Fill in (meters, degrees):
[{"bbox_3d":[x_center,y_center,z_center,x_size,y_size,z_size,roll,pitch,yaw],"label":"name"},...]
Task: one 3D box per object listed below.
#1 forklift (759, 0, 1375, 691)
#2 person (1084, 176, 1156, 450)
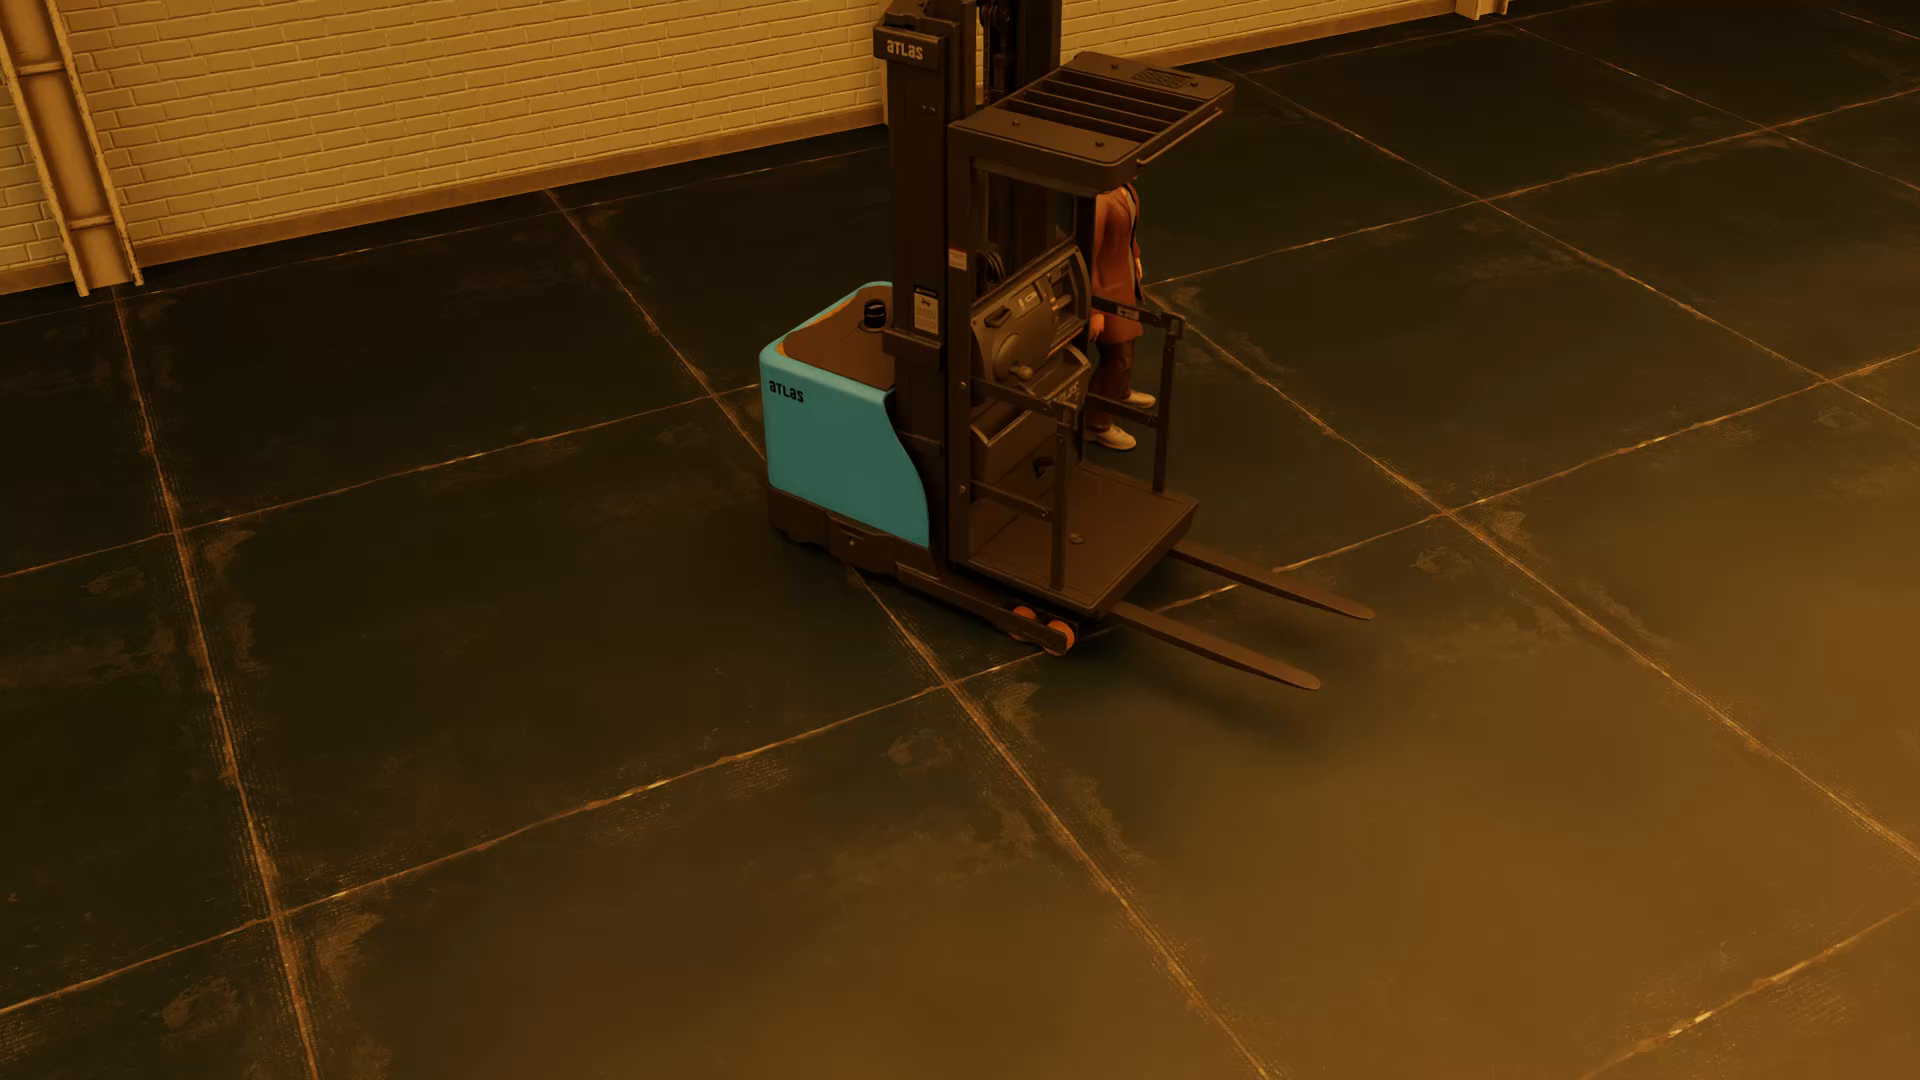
[{"bbox_3d":[0.506,-1.000,7.537,3.031,2.935,1.130,21,40,27],"label":"forklift"},{"bbox_3d":[0.863,-1.374,9.077,0.434,1.766,0.778,9,36,12],"label":"person"}]
